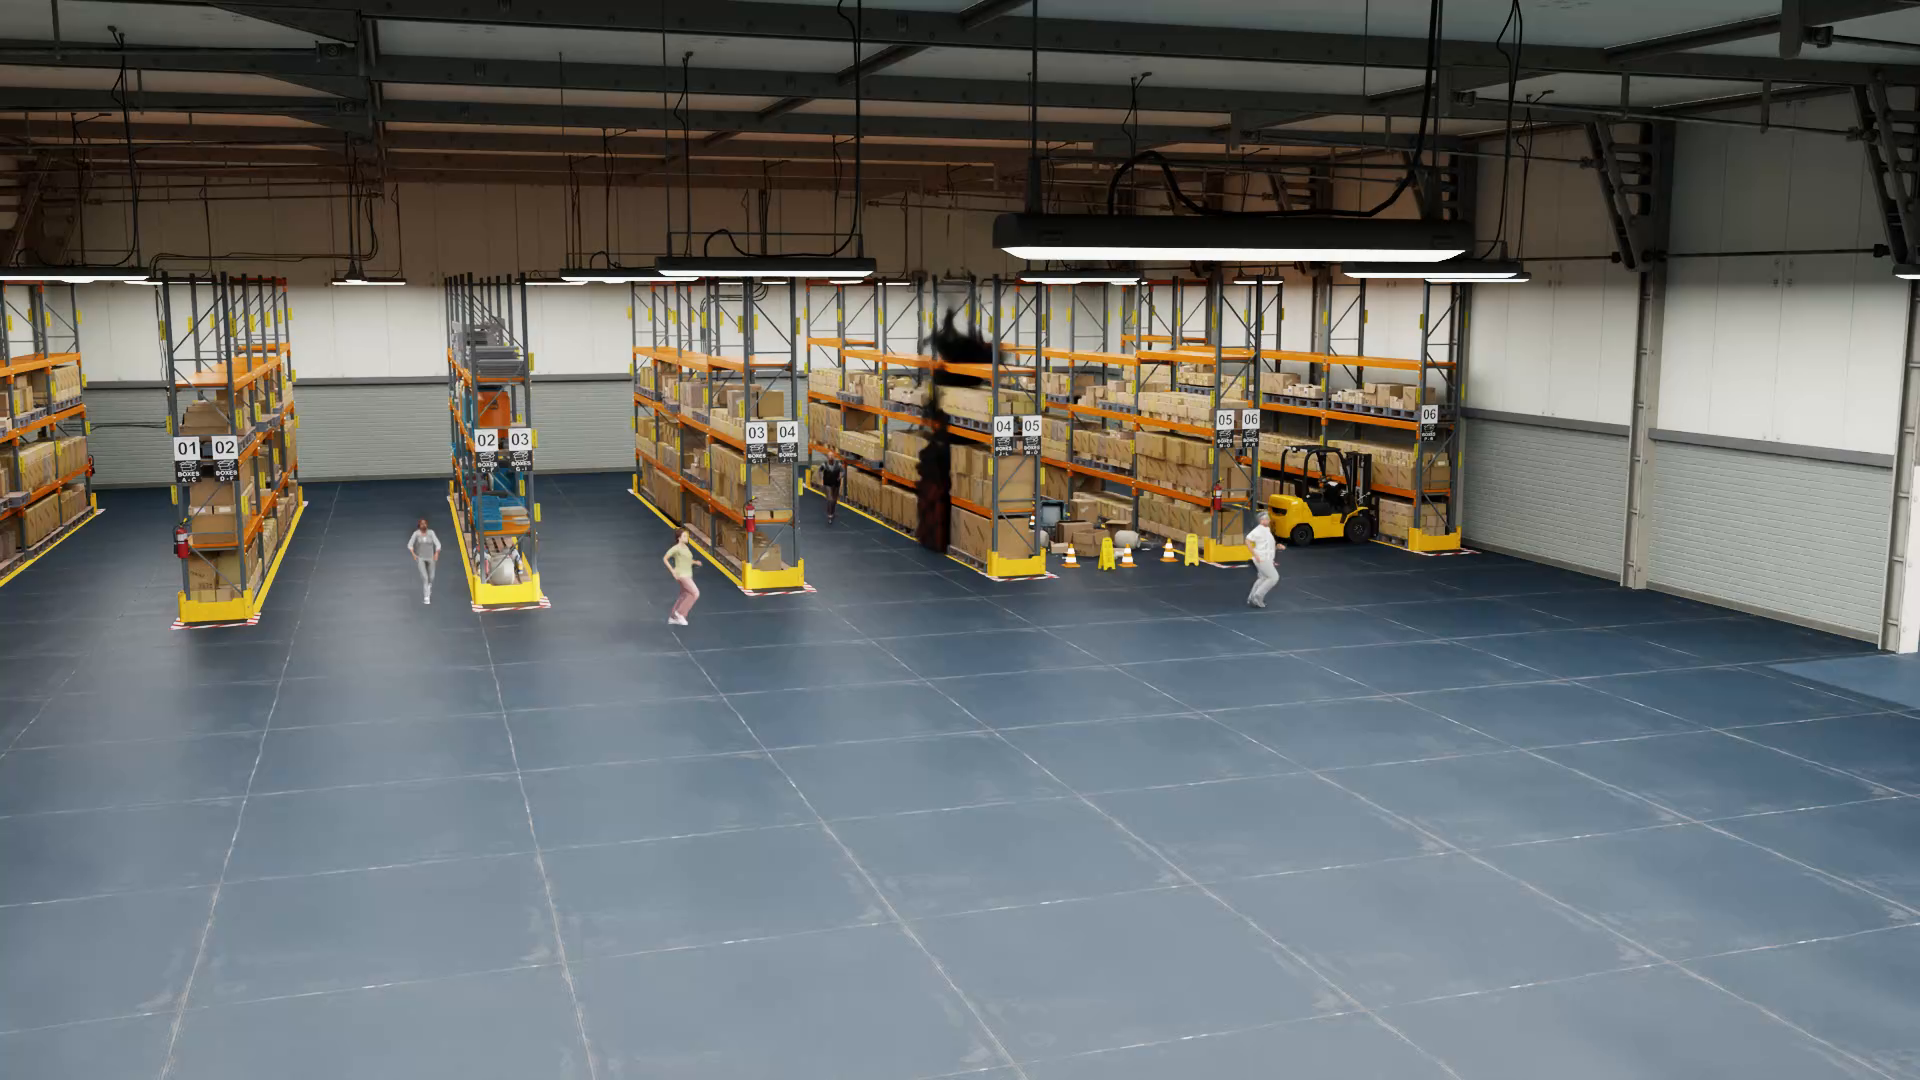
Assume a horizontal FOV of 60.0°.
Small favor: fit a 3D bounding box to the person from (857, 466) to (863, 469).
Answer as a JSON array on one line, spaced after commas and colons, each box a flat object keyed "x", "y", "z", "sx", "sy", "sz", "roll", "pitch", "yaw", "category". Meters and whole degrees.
[{"x": -2.855, "y": -2.593, "z": 49.526, "sx": 0.763, "sy": 1.782, "sz": 0.682, "roll": -8, "pitch": 12, "yaw": -44, "category": "person"}]

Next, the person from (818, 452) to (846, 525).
[{"x": -3.146, "y": -1.301, "z": 40.933, "sx": 0.656, "sy": 1.758, "sz": 0.837, "roll": -2, "pitch": 9, "yaw": -15, "category": "person"}]

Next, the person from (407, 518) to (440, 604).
[{"x": -9.857, "y": 0.359, "z": 30.609, "sx": 0.579, "sy": 1.564, "sz": 0.631, "roll": -4, "pitch": 9, "yaw": -25, "category": "person"}]

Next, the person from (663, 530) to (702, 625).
[{"x": -4.694, "y": 0.634, "z": 28.333, "sx": 0.632, "sy": 1.638, "sz": 0.561, "roll": 2, "pitch": 9, "yaw": 12, "category": "person"}]

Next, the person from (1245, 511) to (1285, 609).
[{"x": 5.507, "y": 0.357, "z": 29.932, "sx": 0.677, "sy": 1.763, "sz": 0.646, "roll": 4, "pitch": 9, "yaw": 23, "category": "person"}]
